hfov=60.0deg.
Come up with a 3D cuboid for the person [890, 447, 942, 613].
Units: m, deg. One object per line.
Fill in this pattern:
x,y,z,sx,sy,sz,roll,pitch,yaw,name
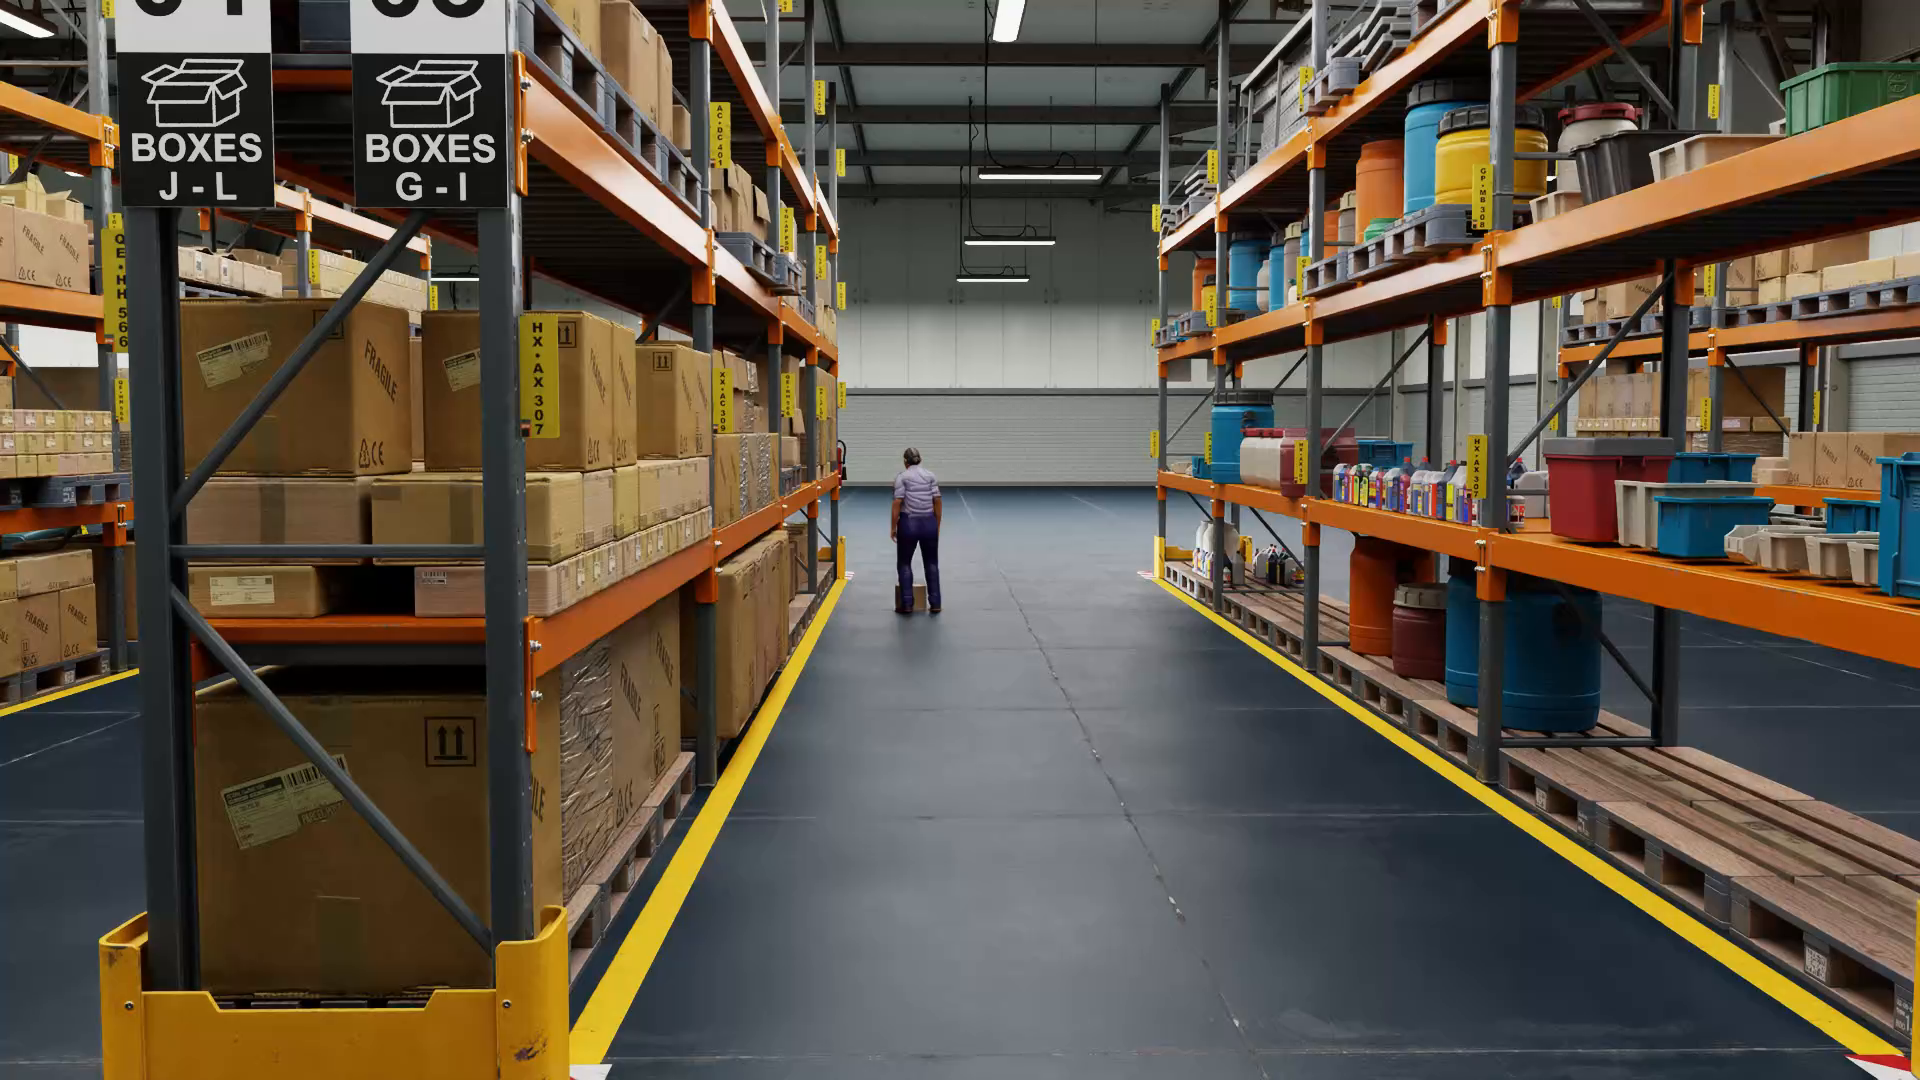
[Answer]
-0.421,-0.101,16.555,0.566,1.652,0.368,-1,4,-21,person
